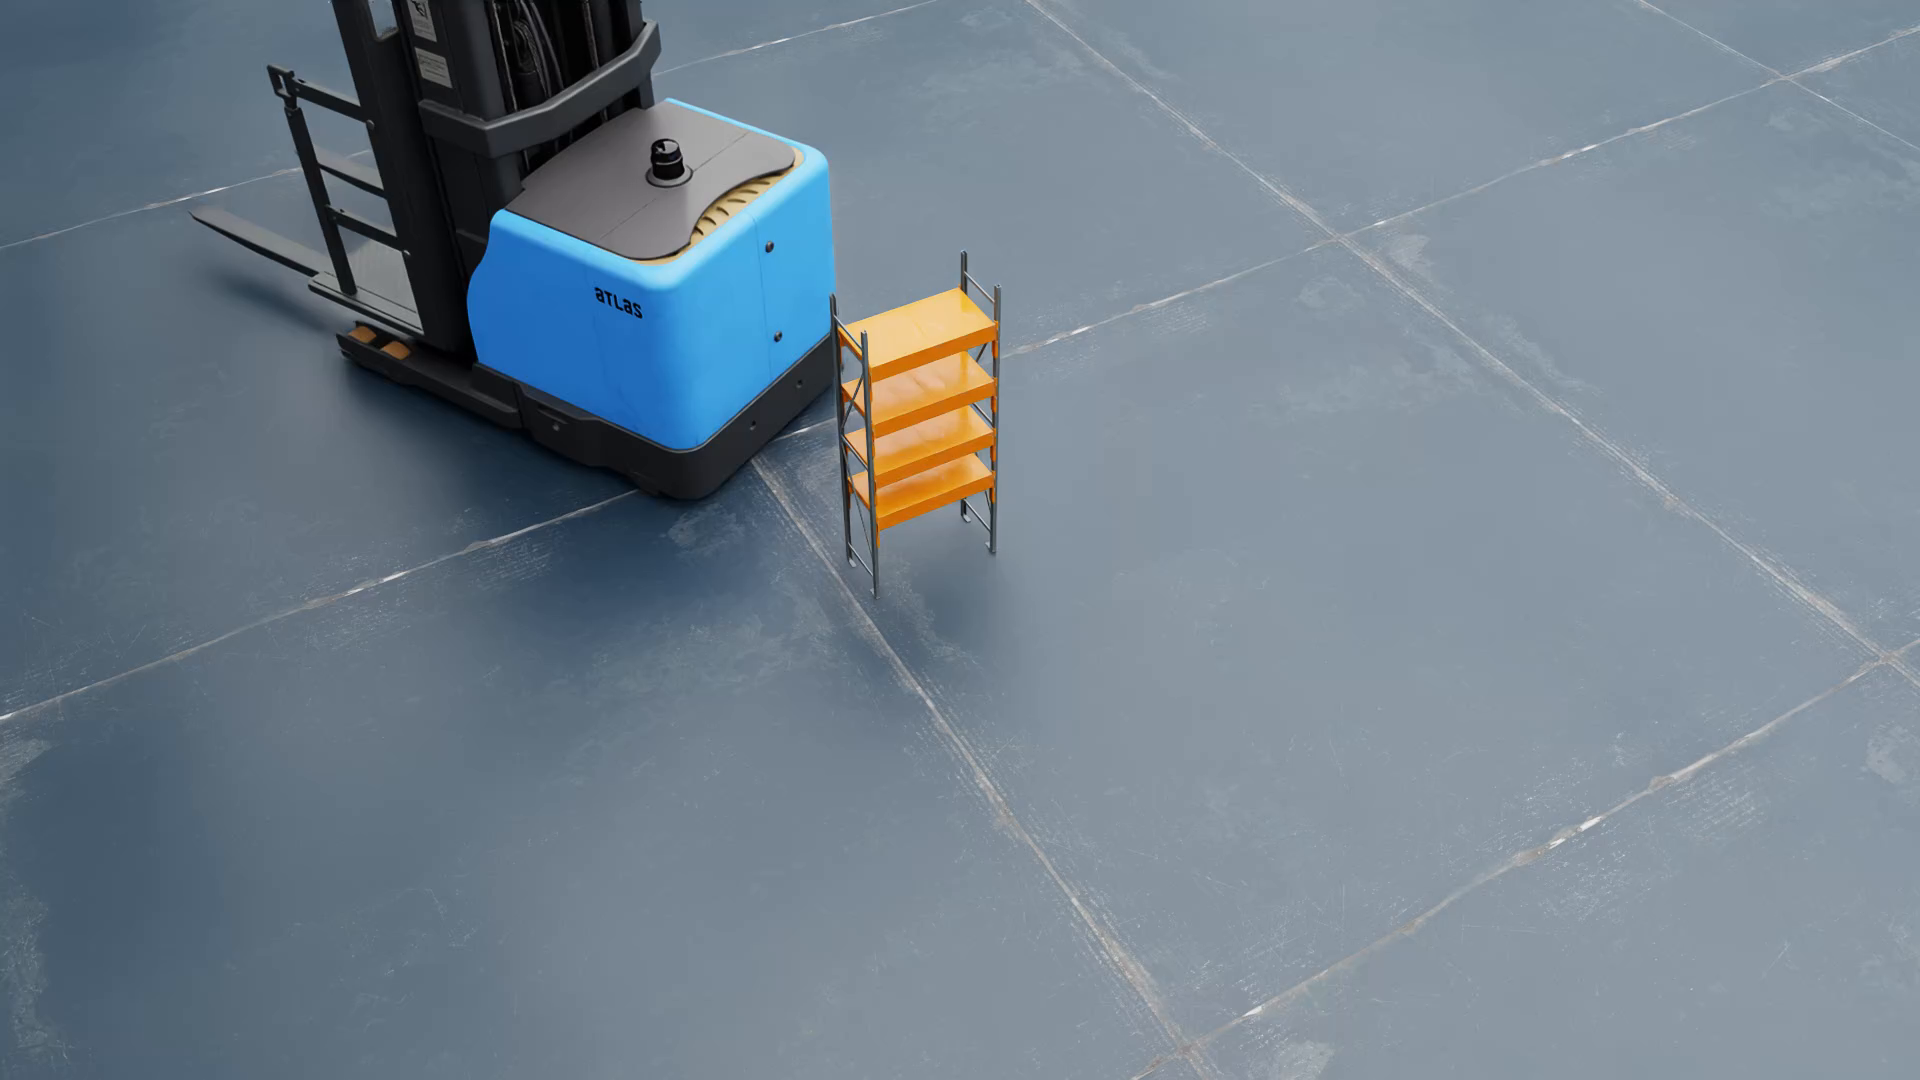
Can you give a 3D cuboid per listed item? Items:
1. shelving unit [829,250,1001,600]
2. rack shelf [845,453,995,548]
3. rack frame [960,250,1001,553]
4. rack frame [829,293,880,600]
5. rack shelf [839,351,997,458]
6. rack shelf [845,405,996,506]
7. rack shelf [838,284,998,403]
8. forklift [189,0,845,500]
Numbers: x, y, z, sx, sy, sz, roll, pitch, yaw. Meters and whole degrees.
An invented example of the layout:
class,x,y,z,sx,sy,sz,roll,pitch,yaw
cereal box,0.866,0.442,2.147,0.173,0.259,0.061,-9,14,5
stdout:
class,x,y,z,sx,sy,sz,roll,pitch,yaw
shelving unit,-0.144,-0.373,5.773,0.503,1.200,0.258,-22,48,-21
rack shelf,-0.144,-0.182,5.958,0.480,0.148,0.258,-22,48,-21
rack frame,0.068,-0.458,5.860,0.015,1.200,0.240,-22,48,-21
rack frame,-0.355,-0.288,5.686,0.015,1.200,0.240,-22,48,-21
rack shelf,-0.144,-0.485,5.664,0.480,0.148,0.258,-22,48,-21
rack shelf,-0.144,-0.325,5.820,0.480,0.148,0.258,-22,48,-21
rack shelf,-0.144,-0.655,5.499,0.480,0.148,0.258,-22,48,-21
forklift,-1.998,-1.996,6.202,3.031,2.935,1.130,24,49,23
